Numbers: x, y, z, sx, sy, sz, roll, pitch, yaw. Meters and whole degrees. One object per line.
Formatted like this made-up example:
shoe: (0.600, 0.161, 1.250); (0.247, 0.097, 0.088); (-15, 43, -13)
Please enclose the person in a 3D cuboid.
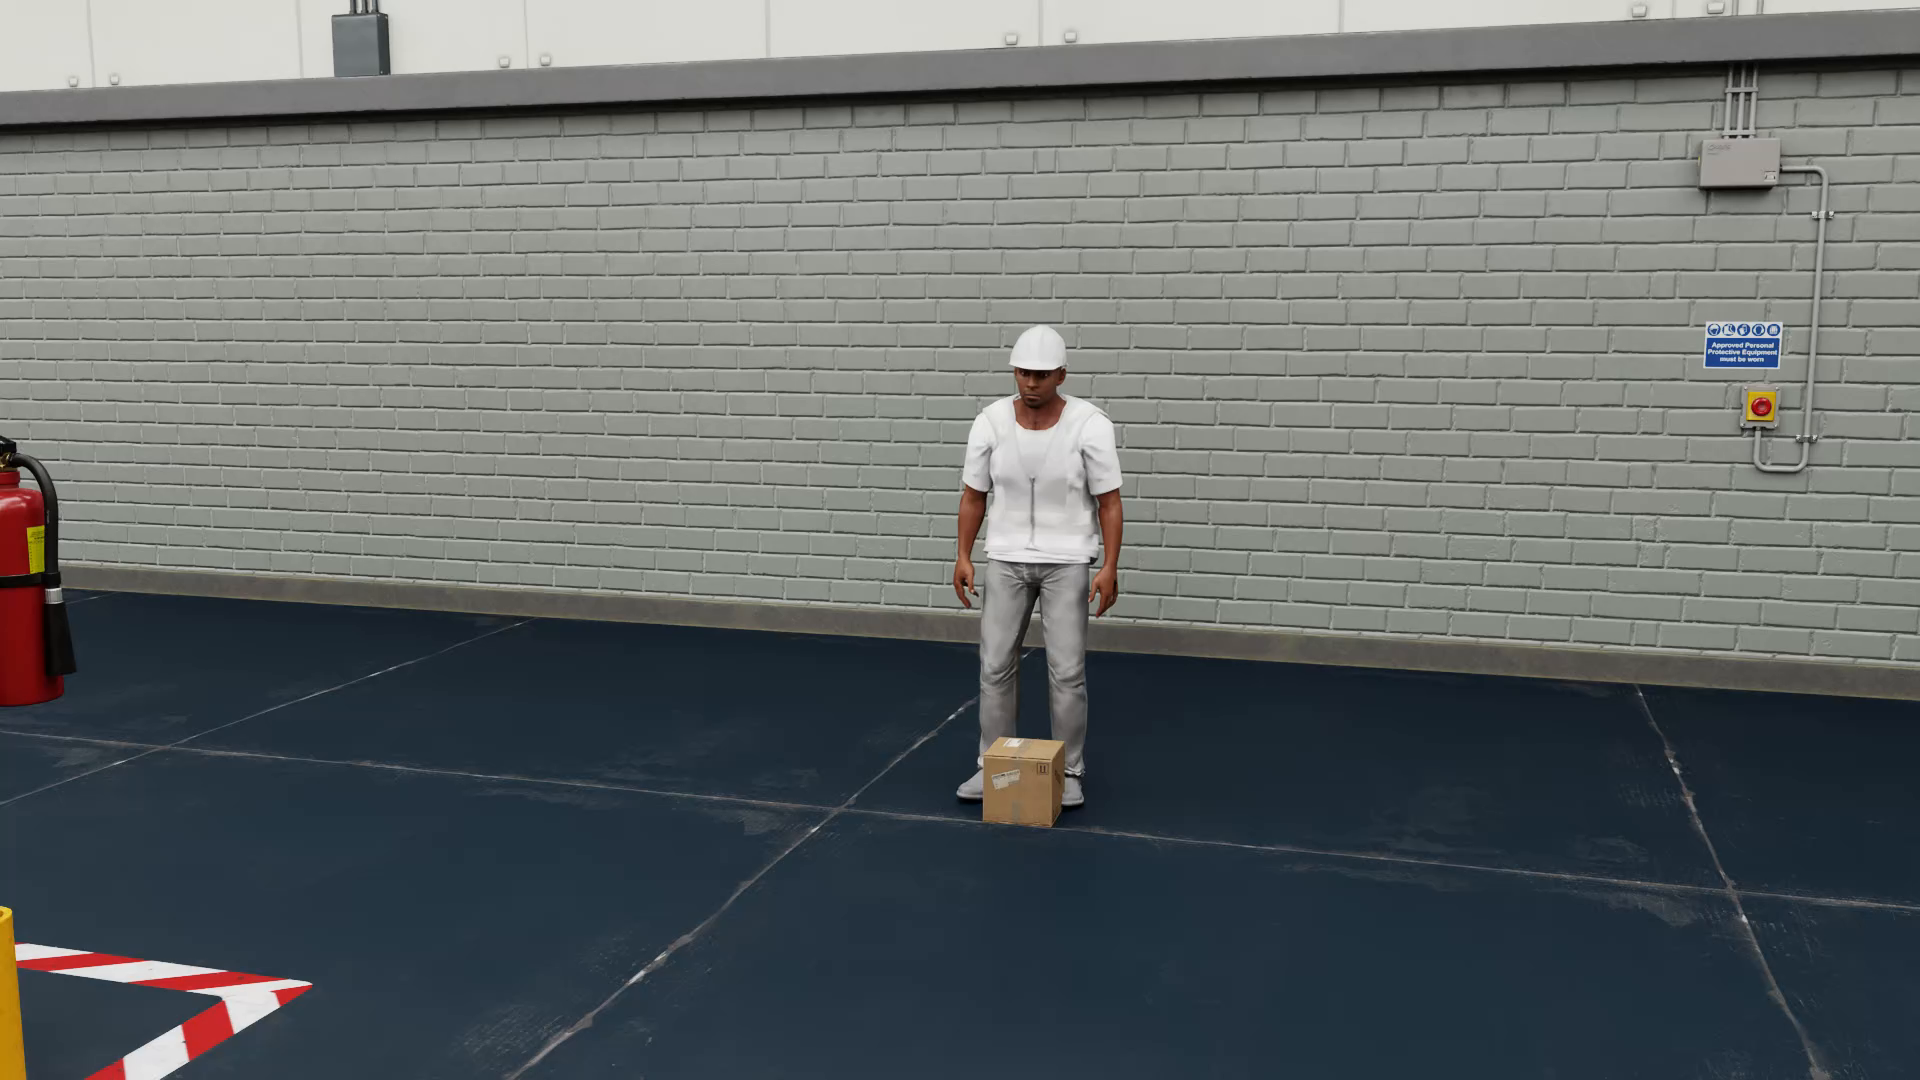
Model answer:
person: (0.281, 0.096, 6.123); (0.627, 1.757, 0.459); (2, 9, 16)
